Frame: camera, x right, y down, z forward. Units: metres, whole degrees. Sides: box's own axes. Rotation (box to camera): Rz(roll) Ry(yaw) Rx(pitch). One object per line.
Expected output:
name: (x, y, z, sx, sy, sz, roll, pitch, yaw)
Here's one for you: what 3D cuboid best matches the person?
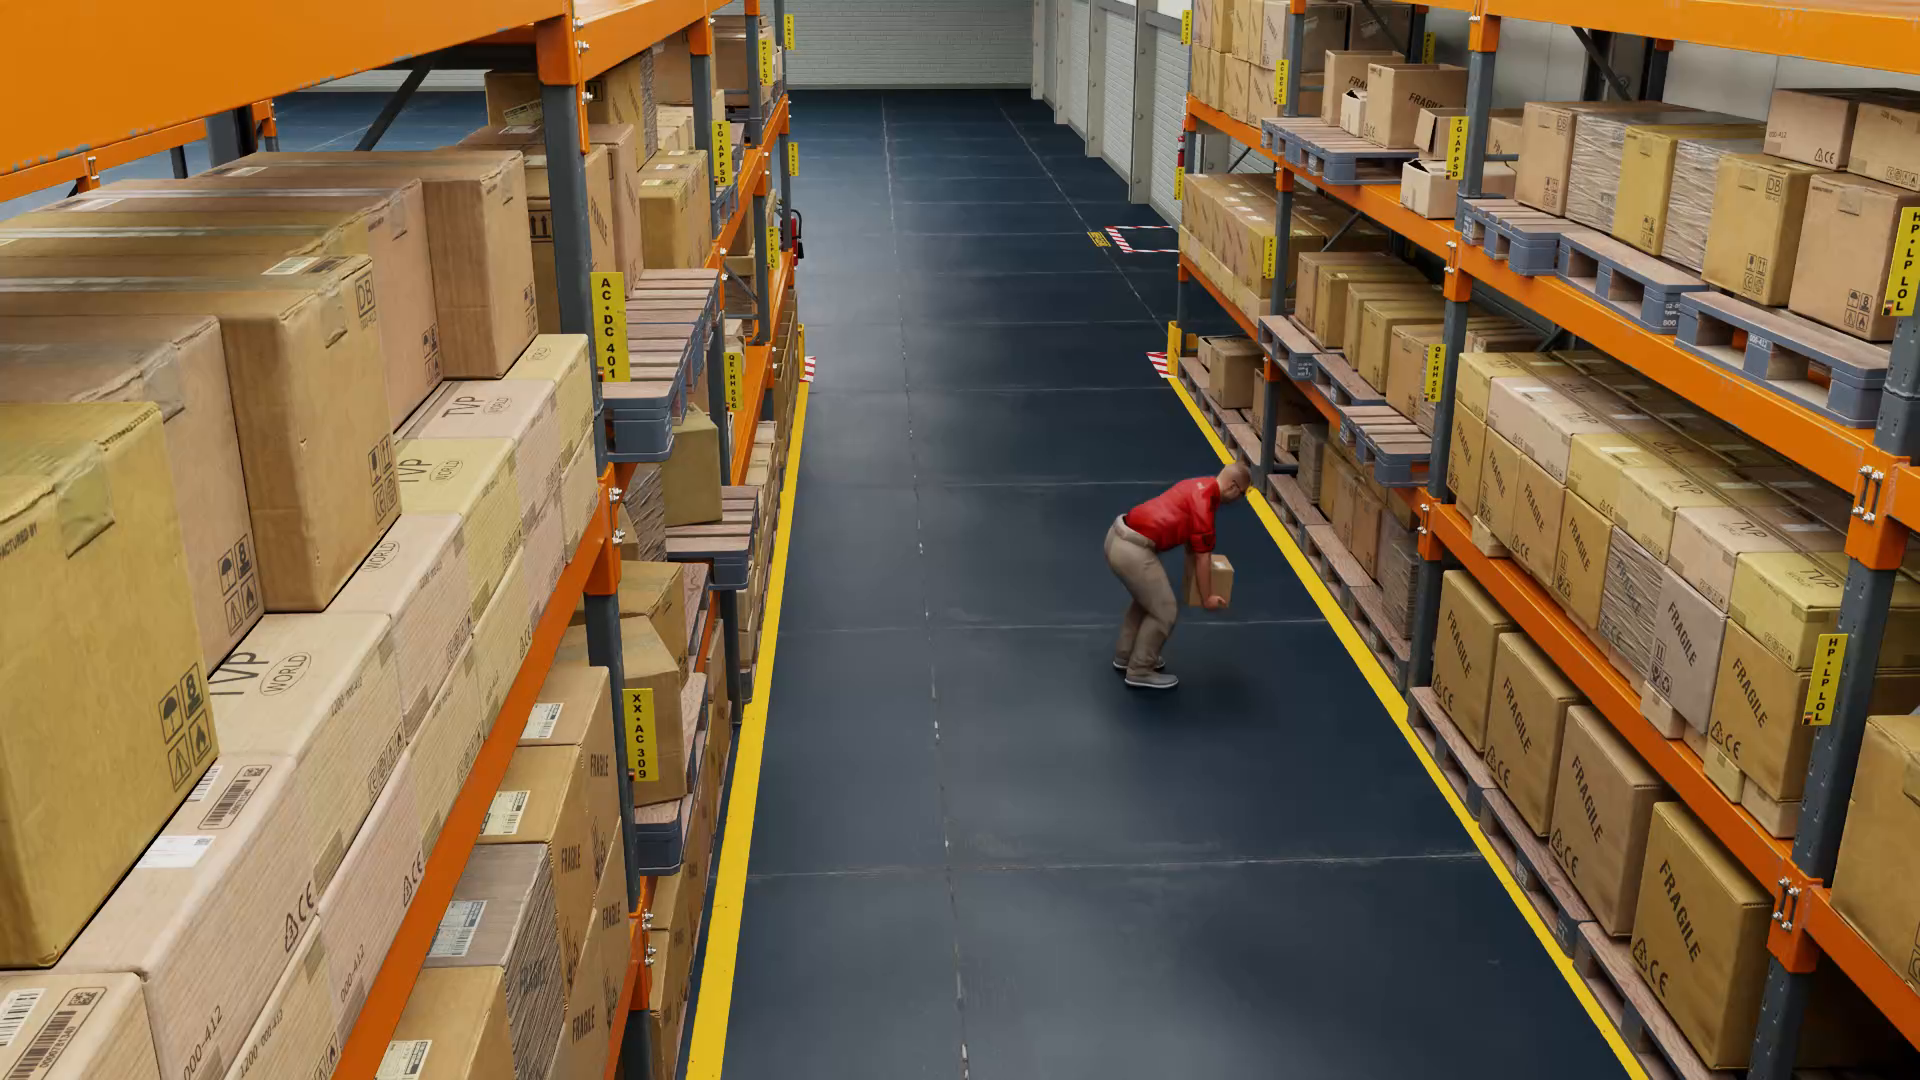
person: (1.307, 0.201, 10.080, 0.867, 1.372, 0.479, -2, 20, -5)
